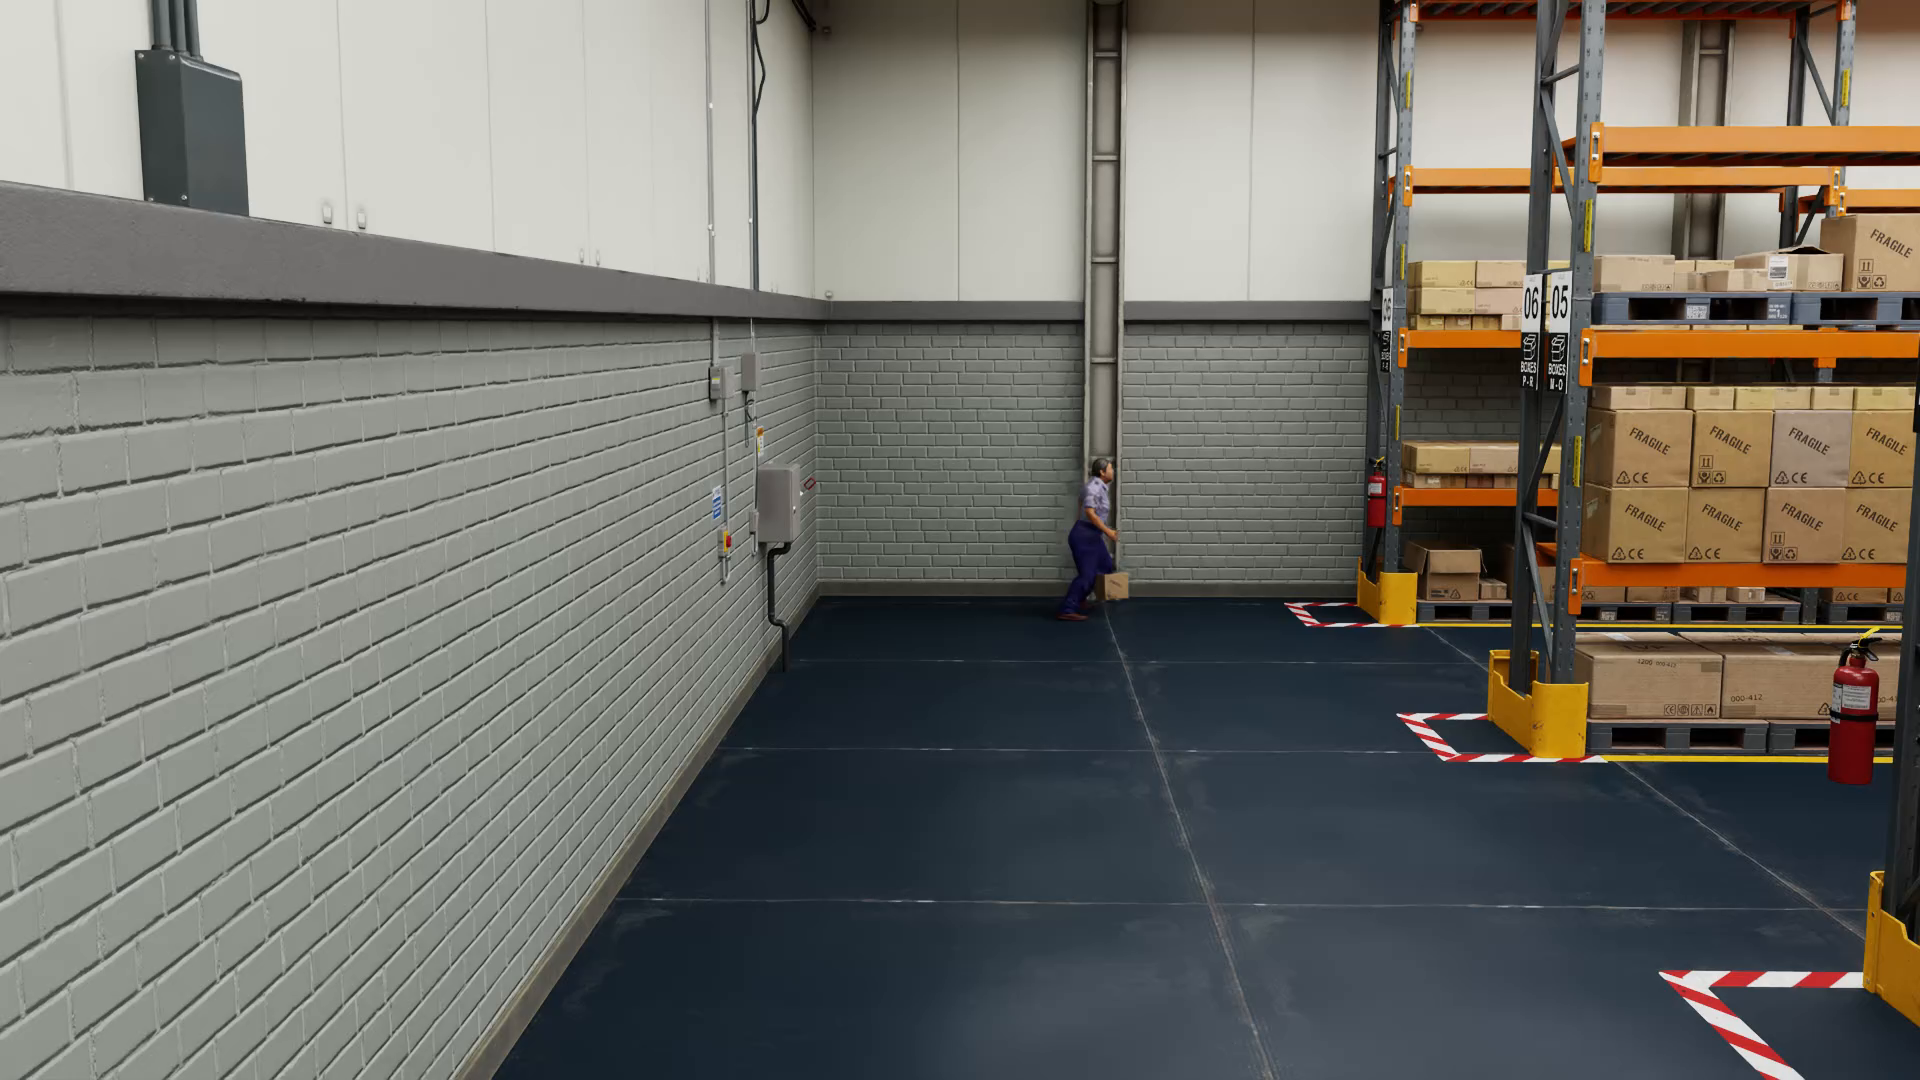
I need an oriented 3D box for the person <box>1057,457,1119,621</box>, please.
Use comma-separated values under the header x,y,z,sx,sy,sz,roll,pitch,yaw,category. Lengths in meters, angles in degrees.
x,y,z,sx,sy,sz,roll,pitch,yaw,category
1.254,-0.017,16.222,0.585,1.584,0.623,1,7,6,person
